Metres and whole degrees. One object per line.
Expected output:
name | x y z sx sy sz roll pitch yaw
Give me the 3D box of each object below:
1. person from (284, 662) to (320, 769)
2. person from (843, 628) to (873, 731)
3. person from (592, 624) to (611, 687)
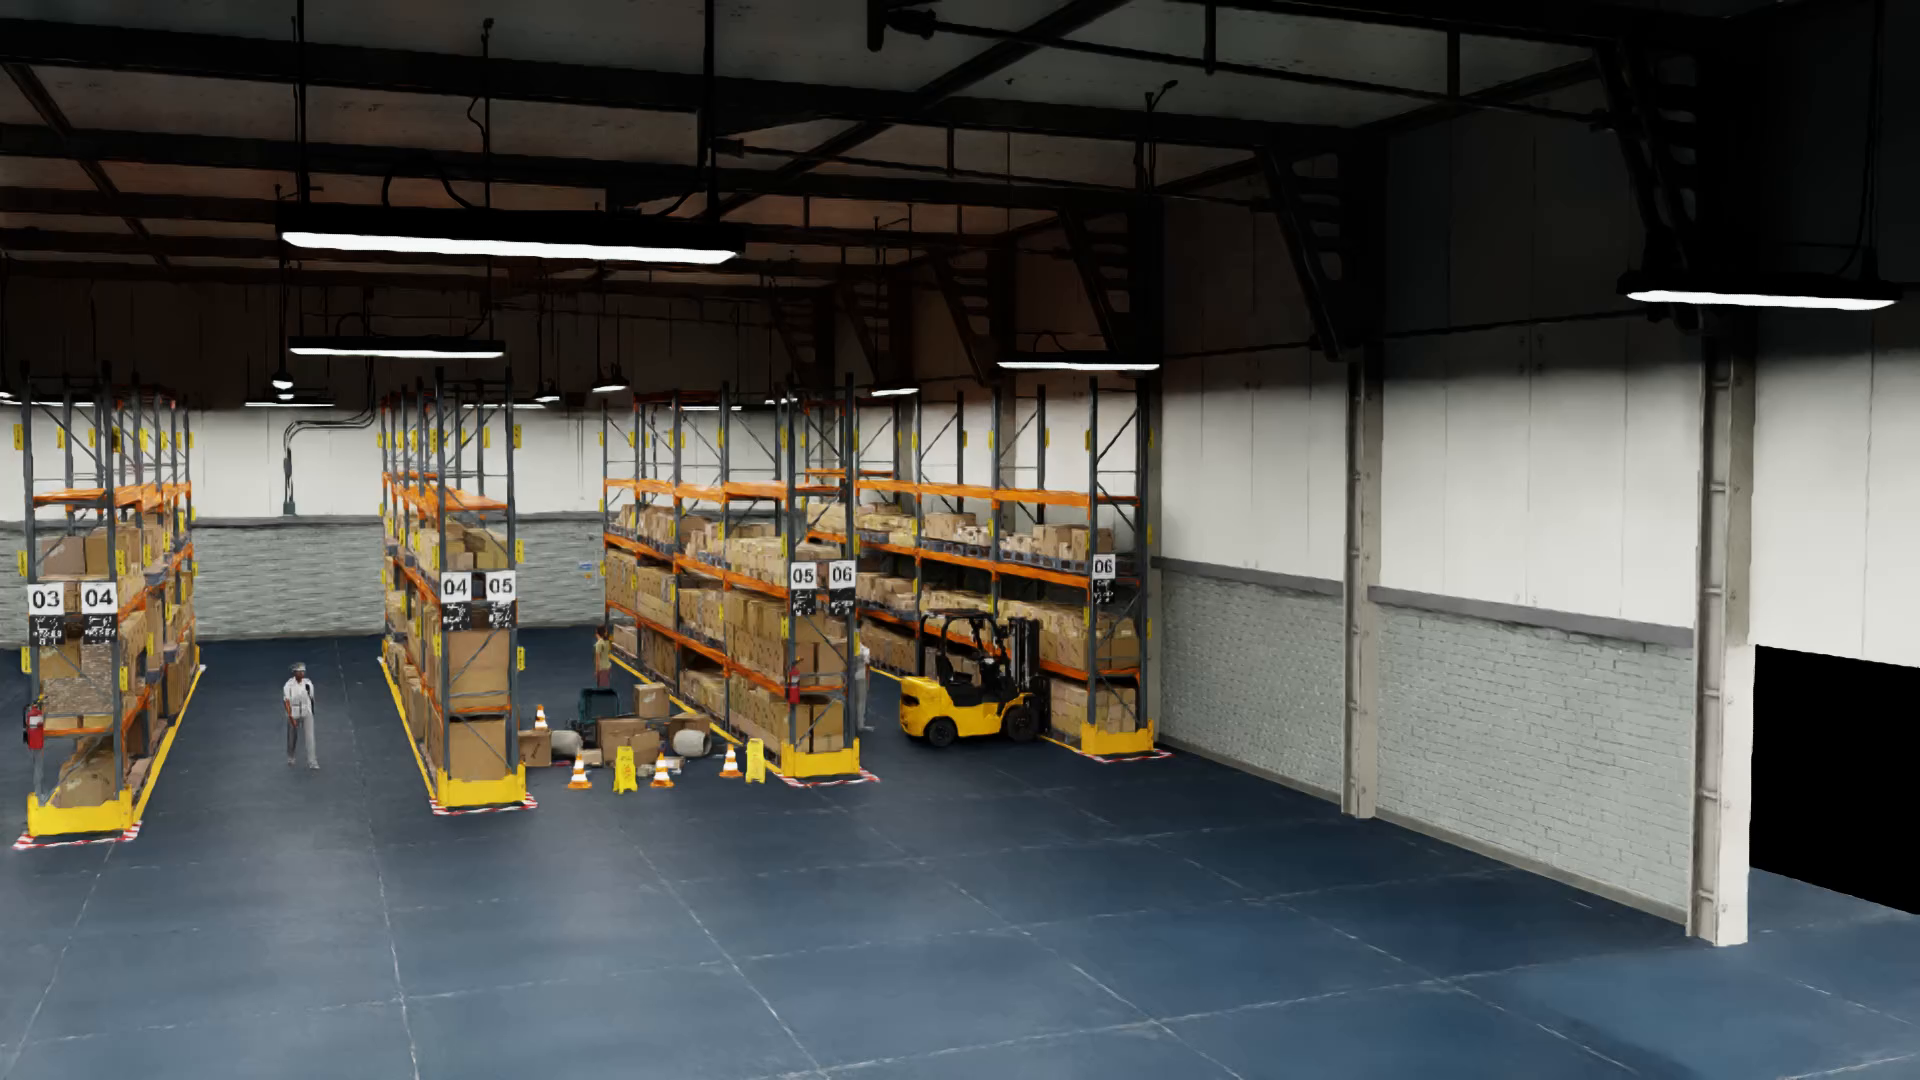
person | -10.058 2.652 25.320 0.448 1.623 0.997 -2 4 -30
person | -1.750 2.390 28.596 0.589 1.758 0.469 3 4 36
person | -6.488 2.349 29.952 0.569 1.668 0.559 0 3 7
